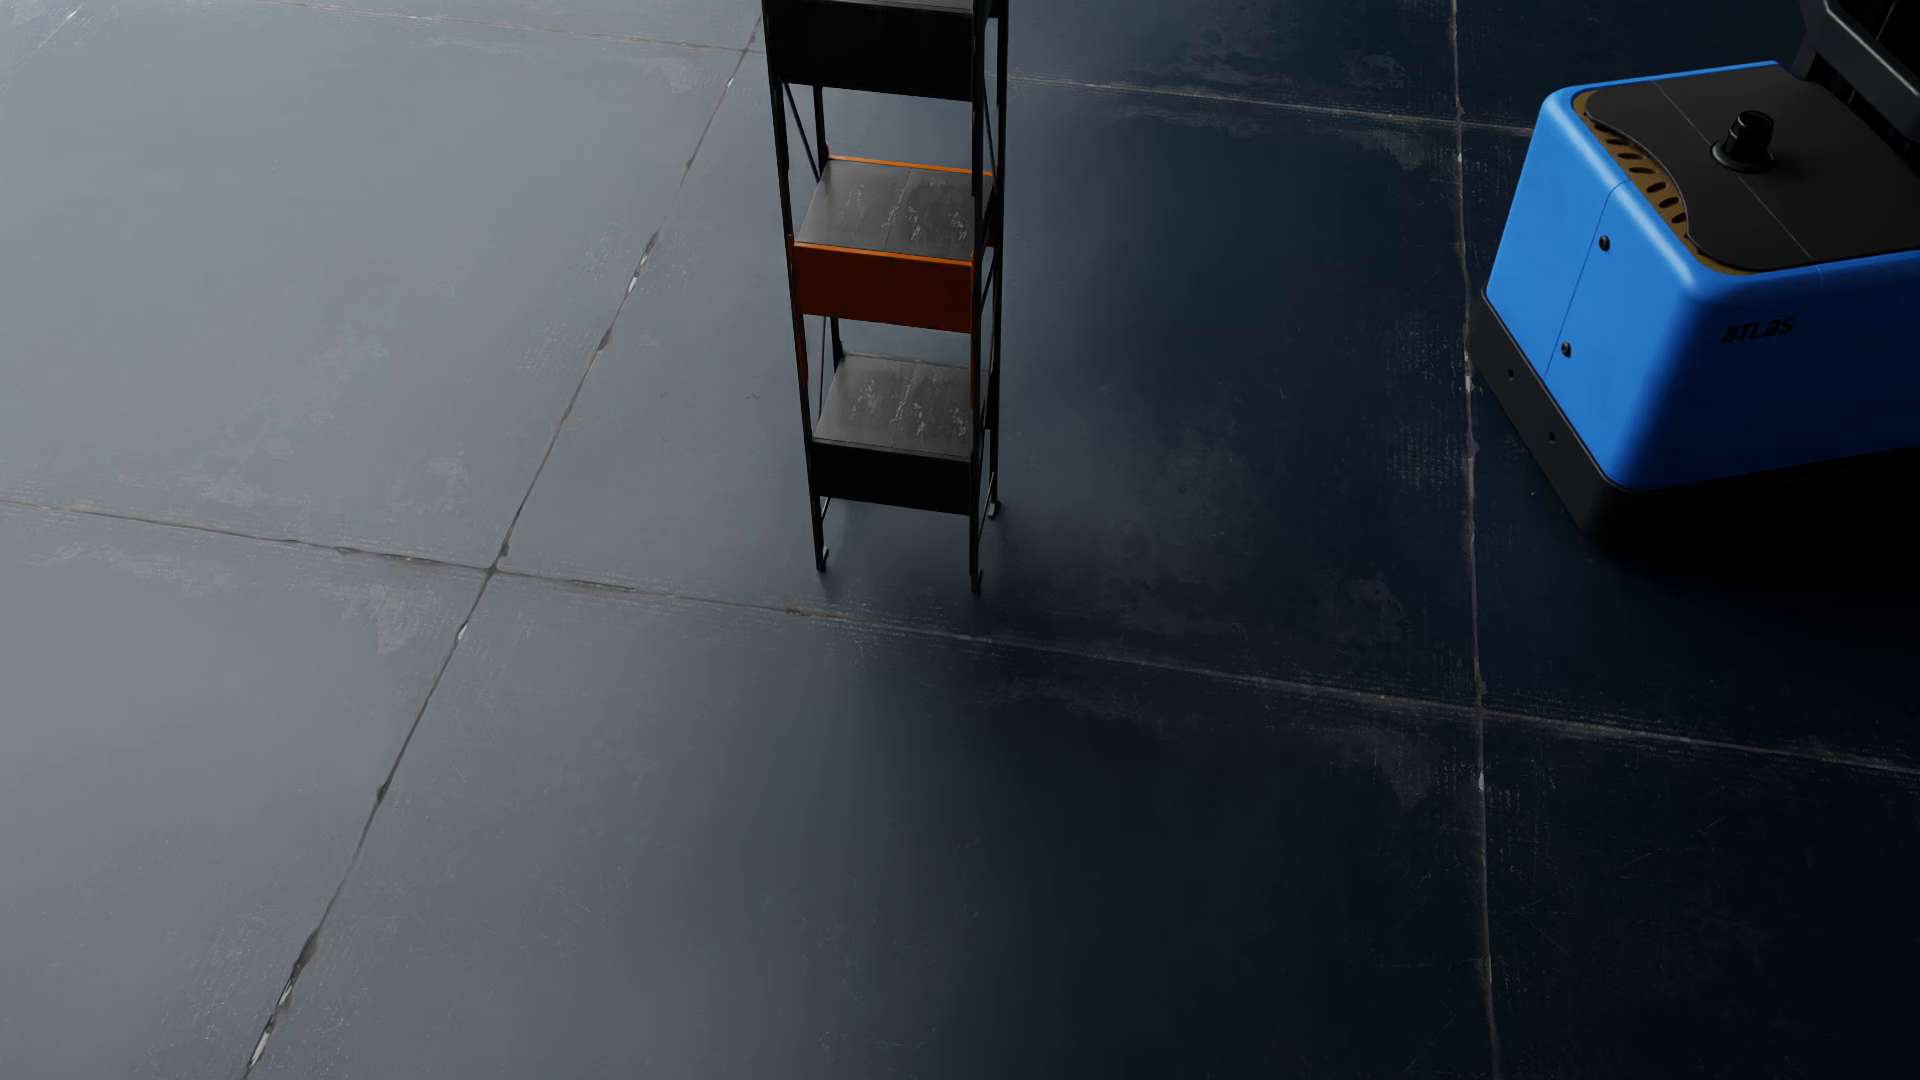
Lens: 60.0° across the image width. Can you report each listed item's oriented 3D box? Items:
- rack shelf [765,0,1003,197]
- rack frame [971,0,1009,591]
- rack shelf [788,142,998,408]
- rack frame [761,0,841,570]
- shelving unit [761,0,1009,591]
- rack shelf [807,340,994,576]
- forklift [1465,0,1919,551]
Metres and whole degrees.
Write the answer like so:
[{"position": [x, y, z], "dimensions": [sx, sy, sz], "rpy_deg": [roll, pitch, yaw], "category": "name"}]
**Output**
[{"position": [-0.163, -1.182, 3.978], "dimensions": [0.480, 0.518, 0.431], "rpy_deg": [8, 49, 7], "category": "rack shelf"}, {"position": [0.077, -0.691, 4.460], "dimensions": [0.015, 2.100, 0.400], "rpy_deg": [8, 49, 7], "category": "rack frame"}, {"position": [-0.163, -0.715, 4.499], "dimensions": [0.480, 0.518, 0.431], "rpy_deg": [8, 49, 7], "category": "rack shelf"}, {"position": [-0.403, -0.756, 4.518], "dimensions": [0.015, 2.100, 0.400], "rpy_deg": [8, 49, 7], "category": "rack frame"}, {"position": [-0.163, -0.724, 4.489], "dimensions": [0.503, 2.100, 0.431], "rpy_deg": [8, 49, 7], "category": "shelving unit"}, {"position": [-0.163, -0.247, 5.019], "dimensions": [0.480, 0.518, 0.431], "rpy_deg": [8, 49, 7], "category": "rack shelf"}, {"position": [3.320, -1.515, 4.640], "dimensions": [3.031, 2.935, 1.130], "rpy_deg": [-9, 49, -8], "category": "forklift"}]
